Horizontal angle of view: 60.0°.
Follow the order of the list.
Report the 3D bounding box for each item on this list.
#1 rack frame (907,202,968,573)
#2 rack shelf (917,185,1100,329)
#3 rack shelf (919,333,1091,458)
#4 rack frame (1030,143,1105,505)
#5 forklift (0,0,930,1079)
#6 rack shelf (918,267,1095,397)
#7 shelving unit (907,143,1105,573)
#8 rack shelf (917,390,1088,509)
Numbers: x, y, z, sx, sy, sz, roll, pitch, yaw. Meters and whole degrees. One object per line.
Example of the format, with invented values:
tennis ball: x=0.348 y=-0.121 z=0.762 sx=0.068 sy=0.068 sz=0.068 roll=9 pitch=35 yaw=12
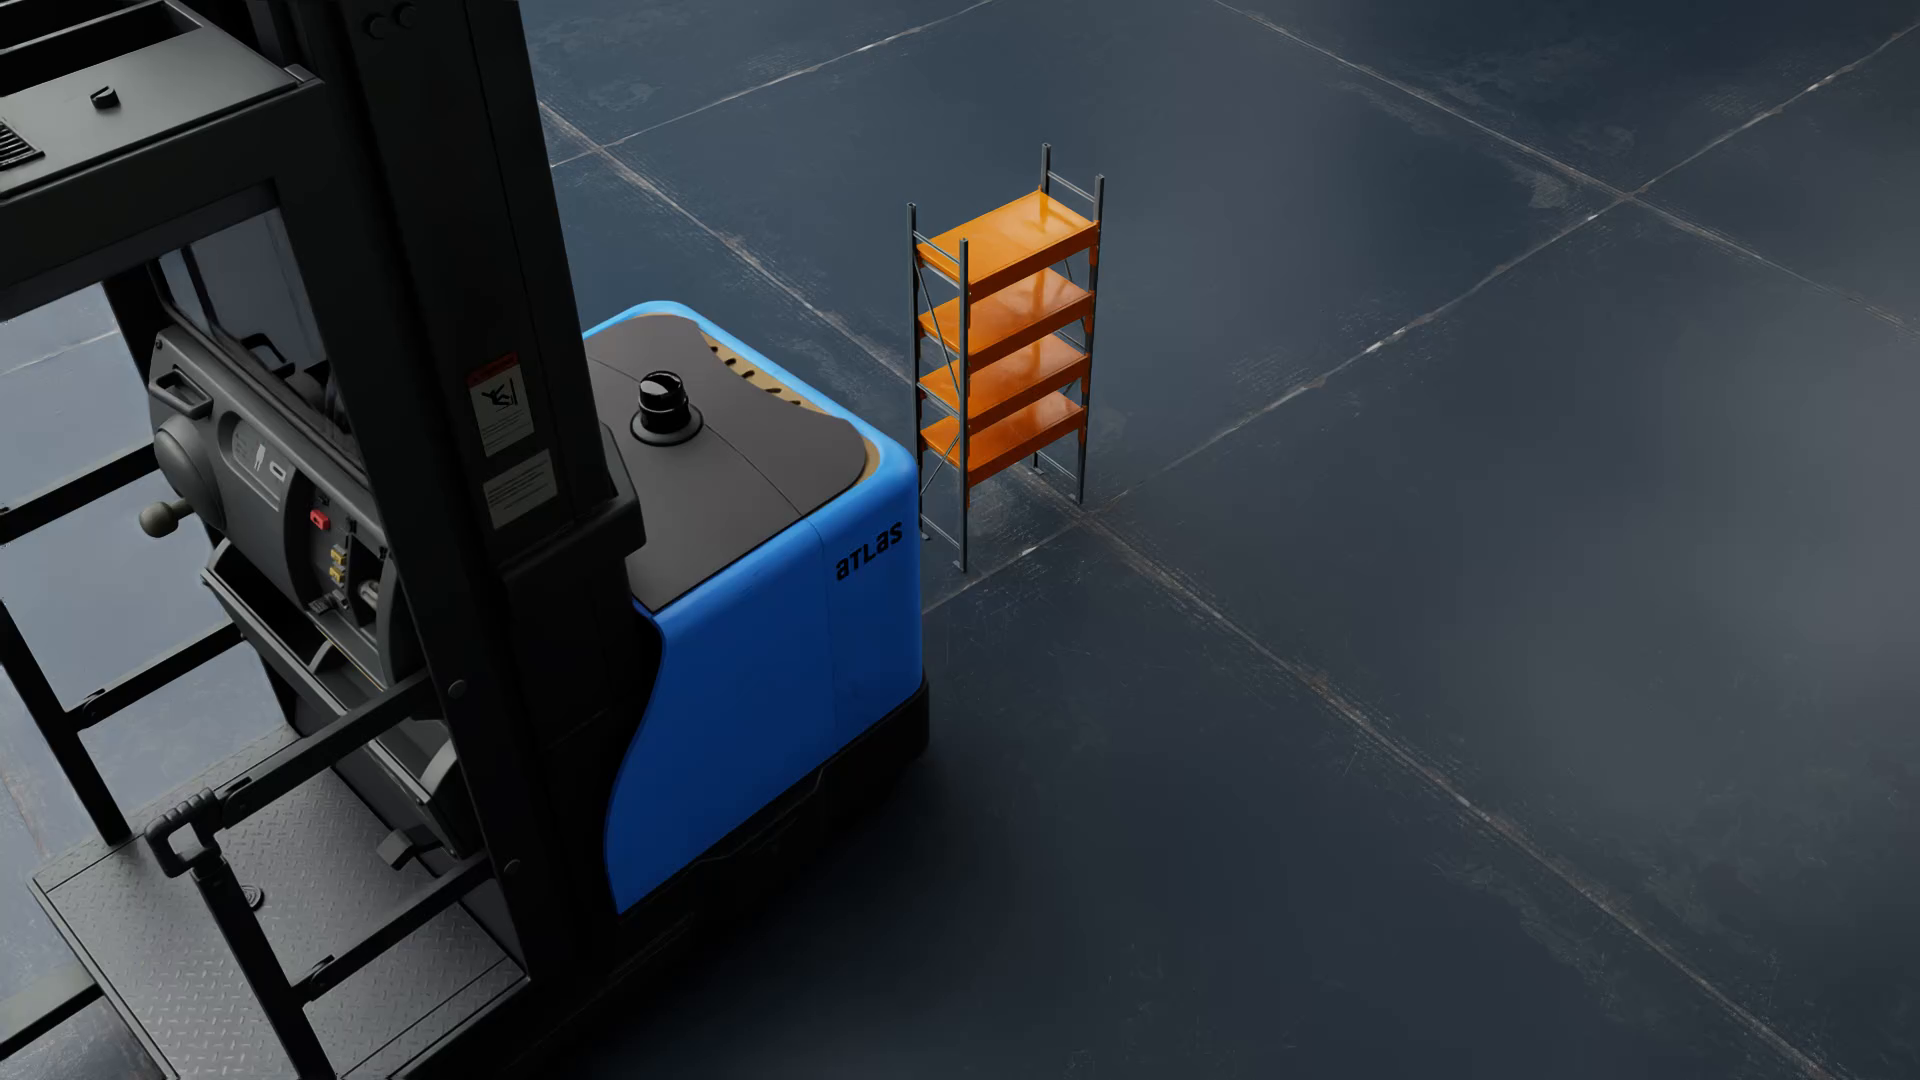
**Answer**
rack frame: x=-0.060 y=-0.403 z=4.803 sx=0.015 sy=1.200 sz=0.240 roll=-30 pitch=51 yaw=-28
rack shelf: x=0.127 y=-0.797 z=4.648 sx=0.480 sy=0.148 sz=0.258 roll=-30 pitch=51 yaw=-28
rack shelf: x=0.127 y=-0.461 z=4.963 sx=0.480 sy=0.148 sz=0.258 roll=-30 pitch=51 yaw=-28
rack frame: x=0.314 y=-0.617 z=5.031 sx=0.015 sy=1.200 sz=0.240 roll=-30 pitch=51 yaw=-28
forklift: x=-1.475 y=0.008 z=3.101 sx=1.130 sy=2.935 sz=3.031 roll=34 pitch=53 yaw=31
rack shelf: x=0.127 y=-0.624 z=4.810 sx=0.480 sy=0.148 sz=0.258 roll=-30 pitch=51 yaw=-28
shelving unit: x=0.127 y=-0.510 z=4.917 sx=0.503 sy=1.200 sz=0.258 roll=-30 pitch=51 yaw=-28
rack shelf: x=0.127 y=-0.316 z=5.099 sx=0.480 sy=0.148 sz=0.258 roll=-30 pitch=51 yaw=-28
